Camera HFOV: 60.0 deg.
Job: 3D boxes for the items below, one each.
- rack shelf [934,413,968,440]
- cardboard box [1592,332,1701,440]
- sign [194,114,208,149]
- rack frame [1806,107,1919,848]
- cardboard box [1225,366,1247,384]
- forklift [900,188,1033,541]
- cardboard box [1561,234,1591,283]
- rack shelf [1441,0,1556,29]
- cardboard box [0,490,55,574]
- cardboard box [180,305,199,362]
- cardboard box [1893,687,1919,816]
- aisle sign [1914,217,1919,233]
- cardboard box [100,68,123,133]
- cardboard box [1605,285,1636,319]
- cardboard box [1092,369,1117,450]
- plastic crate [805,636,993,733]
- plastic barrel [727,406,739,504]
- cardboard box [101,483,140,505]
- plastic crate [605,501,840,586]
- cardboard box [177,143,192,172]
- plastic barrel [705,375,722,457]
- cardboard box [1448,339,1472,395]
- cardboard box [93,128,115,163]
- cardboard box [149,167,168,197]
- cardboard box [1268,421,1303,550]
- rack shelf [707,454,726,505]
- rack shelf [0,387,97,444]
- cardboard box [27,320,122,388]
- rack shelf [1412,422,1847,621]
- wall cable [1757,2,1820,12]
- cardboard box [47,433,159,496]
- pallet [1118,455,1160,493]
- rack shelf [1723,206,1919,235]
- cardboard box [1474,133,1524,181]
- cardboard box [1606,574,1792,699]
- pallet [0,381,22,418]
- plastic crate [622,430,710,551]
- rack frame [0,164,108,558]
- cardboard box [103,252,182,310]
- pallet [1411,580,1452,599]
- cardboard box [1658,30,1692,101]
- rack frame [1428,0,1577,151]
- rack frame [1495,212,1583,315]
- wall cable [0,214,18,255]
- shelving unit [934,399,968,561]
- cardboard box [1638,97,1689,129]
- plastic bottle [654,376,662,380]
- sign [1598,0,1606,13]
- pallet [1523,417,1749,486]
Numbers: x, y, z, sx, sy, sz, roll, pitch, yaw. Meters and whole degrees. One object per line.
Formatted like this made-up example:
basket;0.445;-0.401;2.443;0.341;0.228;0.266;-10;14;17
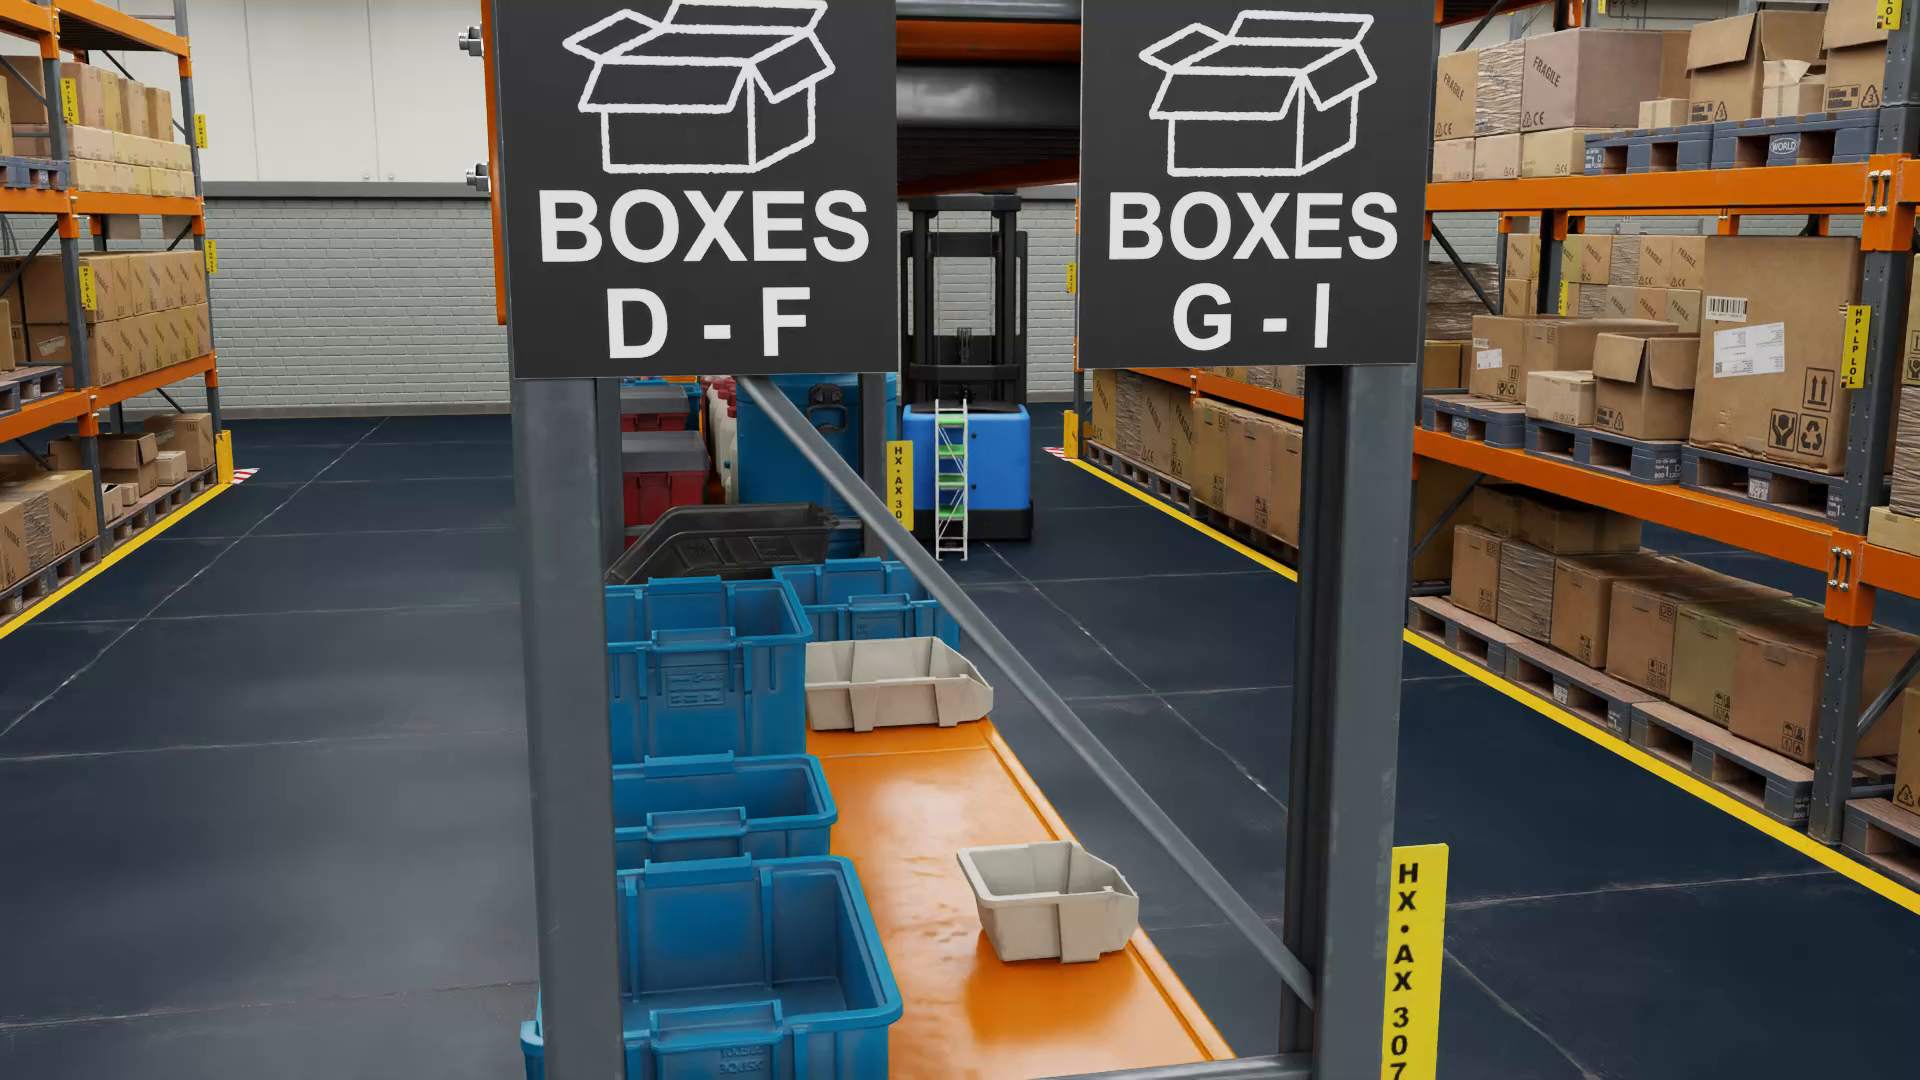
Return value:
rack shelf;-0.069;-0.884;12.904;0.258;0.148;0.480;0;11;-1
cardboard box;3.671;-0.790;8.424;0.797;0.503;0.637;-1;11;-5
sign;-7.404;-3.984;16.217;0.100;0.325;0.005;-2;11;-11
rack frame;4.099;-0.218;6.820;1.000;3.000;0.127;-2;11;-11
cardboard box;2.486;-1.549;13.544;0.500;0.500;0.500;-2;11;-11
forklift;0.030;-1.658;14.570;1.130;2.935;3.031;0;11;-1
cardboard box;6.661;-2.987;17.629;0.500;0.500;0.500;-2;11;-12
rack shelf;2.932;-3.716;12.145;1.077;0.370;4.000;-2;11;-11
cardboard box;-6.613;-0.051;11.450;0.500;0.500;0.500;-2;11;-10
cardboard box;-7.494;-1.941;15.606;0.500;0.500;0.500;-2;11;-11
cardboard box;4.138;0.878;6.621;0.500;0.500;0.500;-2;11;-13
aisle sign;11.776;-4.081;20.162;0.394;0.787;0.004;-2;11;-11
cardboard box;-7.368;-3.616;13.707;0.700;0.500;0.500;-2;11;-11
cardboard box;6.862;-2.307;16.734;0.500;0.500;0.500;-2;11;-11
cardboard box;1.968;-1.467;17.941;0.875;0.875;0.875;-2;11;-11
plastic crate;-0.195;0.380;4.382;0.530;0.136;0.437;-2;11;-11
plastic barrel;-0.730;-0.288;6.825;0.433;0.535;0.433;0;11;0
cardboard box;-7.222;-0.393;14.141;0.380;0.166;0.250;-2;11;-11
plastic crate;-0.782;0.093;5.350;0.767;0.338;0.504;-2;11;-11
cardboard box;-7.603;-3.620;15.734;0.500;0.250;0.500;-2;11;-11
plastic barrel;-1.128;-0.646;8.767;0.421;0.512;0.421;0;11;0
cardboard box;3.494;-1.100;11.185;0.500;0.500;0.500;-2;11;-9
cardboard box;-7.125;-3.161;13.324;0.500;0.250;0.500;-2;11;-11
cardboard box;-7.398;-3.191;14.820;0.500;0.250;0.500;-2;11;-11
cardboard box;3.042;-0.405;12.363;1.225;0.875;0.875;-2;11;-11
rack shelf;-1.148;-0.051;7.868;1.077;0.370;4.000;-2;11;-11
rack shelf;-6.786;-0.606;10.780;1.077;0.370;4.000;-2;11;-11
cardboard box;-7.007;-1.478;13.173;0.500;0.500;0.500;-2;11;-10
rack shelf;3.710;-0.231;8.814;1.077;0.370;4.000;-2;11;-11
wall cable;13.581;-6.899;25.776;2.988;3.039;0.133;-2;11;-11
cardboard box;-7.545;-0.660;14.641;0.797;0.503;0.637;-2;11;-11
pallet;2.231;-0.682;16.715;1.003;0.211;1.213;-2;11;-11
rack shelf;7.817;-2.600;13.238;1.077;0.370;4.000;-2;11;-11
cardboard box;3.262;-2.162;9.412;0.500;0.250;0.500;-2;11;-10
cardboard box;3.817;0.490;8.610;0.700;0.500;0.500;-3;11;-16
pallet;-6.779;-0.854;10.676;1.003;0.211;1.213;-2;11;-11
plastic crate;-1.154;-0.147;6.276;0.402;0.464;0.583;-2;11;-11
rack frame;-7.175;-1.326;12.639;1.000;3.000;0.127;-2;11;-11
cardboard box;-7.392;-2.340;15.029;0.500;0.500;0.500;-2;11;-9
pallet;3.242;0.271;11.709;1.003;0.211;1.213;-2;11;-11
cardboard box;3.851;-2.457;8.954;0.500;0.500;0.500;-2;11;-10
rack frame;3.321;-3.899;10.113;1.000;3.000;0.127;-2;11;-11
rack frame;6.650;-2.581;19.233;1.000;3.000;0.127;-2;11;-11
wall cable;-13.560;-4.351;20.792;3.097;2.526;0.112;-2;11;-11
shelving unit;-0.069;-0.475;12.982;0.258;1.200;0.503;0;11;-1
cardboard box;3.636;-2.123;8.310;0.380;0.166;0.250;-2;11;-13
plastic bottle;-2.270;-1.181;12.212;0.152;0.276;0.135;-2;11;-11
sign;7.198;-6.081;18.657;0.100;0.325;0.005;-2;11;-11
pallet;3.746;-0.496;8.792;1.003;0.211;1.213;-2;11;-11
